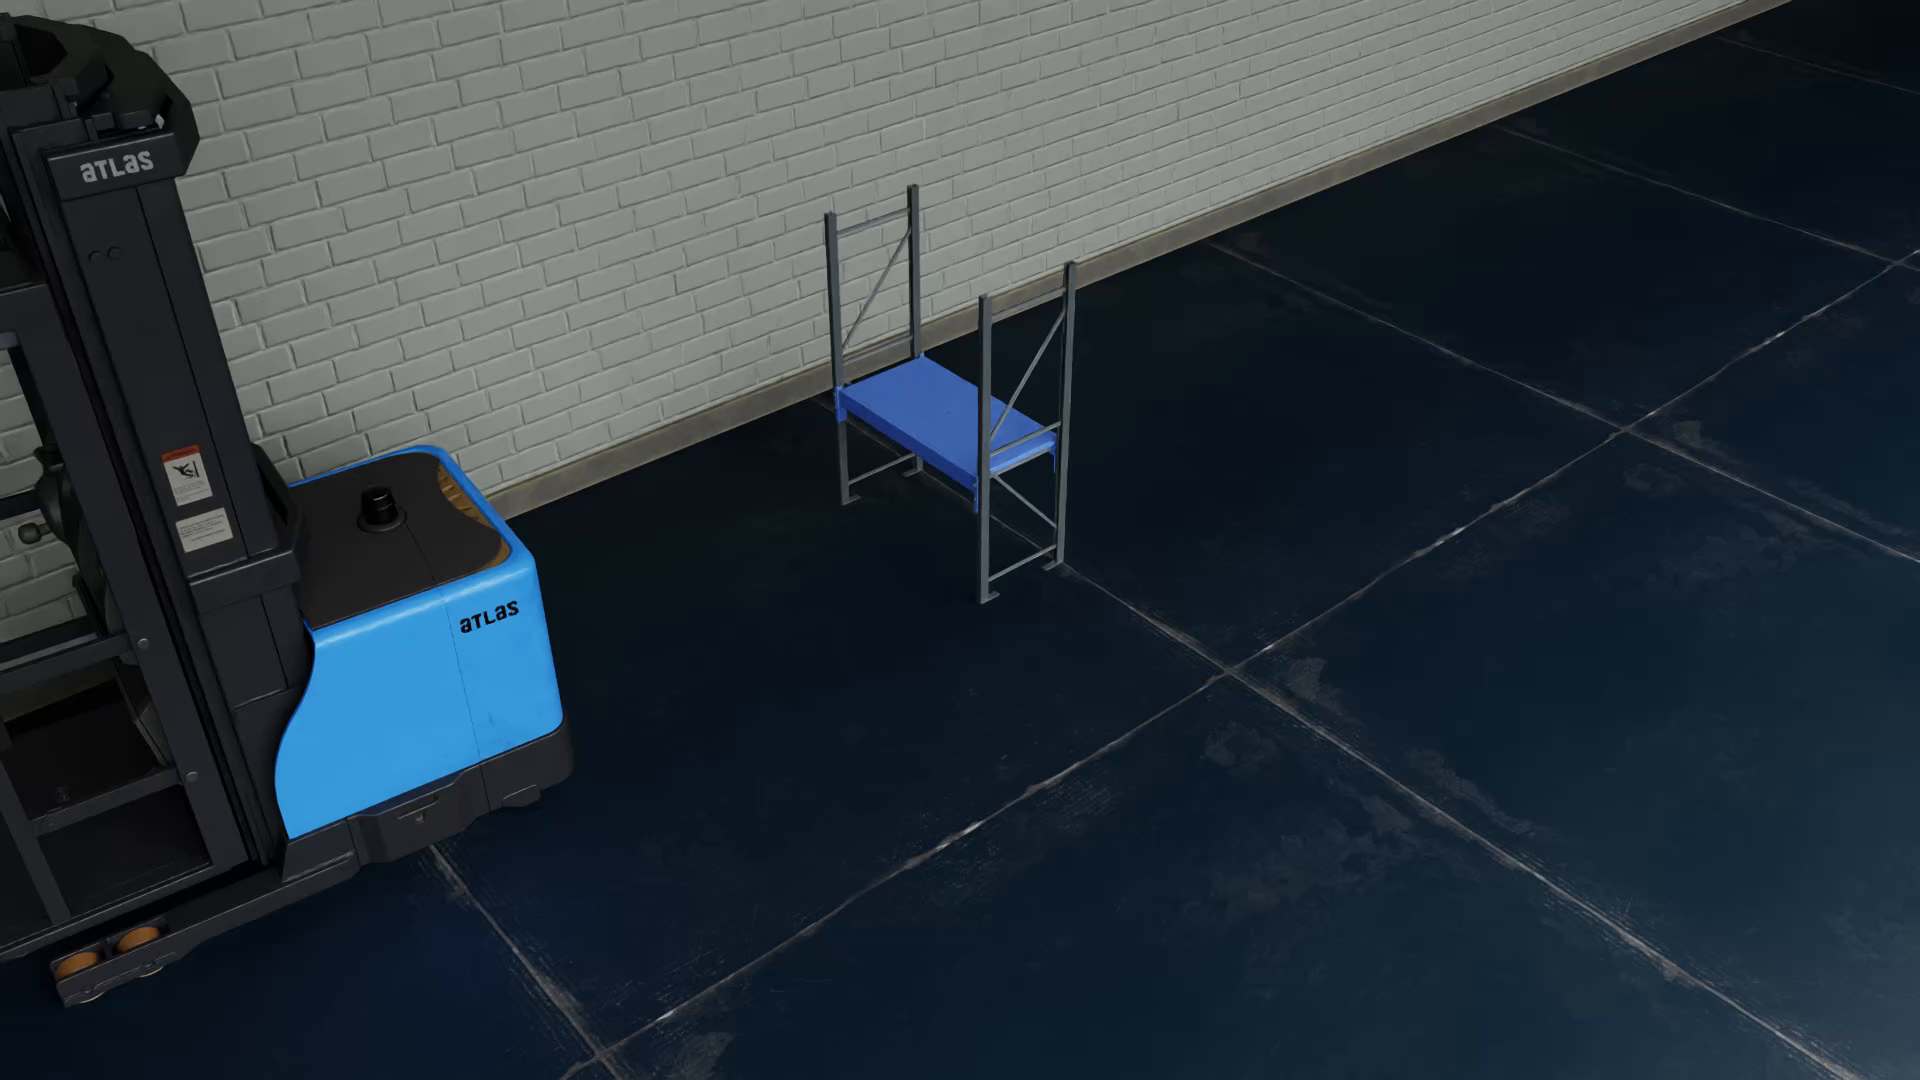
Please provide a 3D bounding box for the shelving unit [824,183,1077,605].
[{"bbox_3d":[-0.055,-0.650,7.370,0.538,1.500,1.048,-26,43,-32],"label":"shelving unit"}]

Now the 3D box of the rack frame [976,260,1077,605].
[{"bbox_3d":[0.273,-0.425,7.053,0.500,1.500,0.032,-26,43,-32],"label":"rack frame"}]

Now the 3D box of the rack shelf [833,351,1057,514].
[{"bbox_3d":[-0.055,-0.503,7.474,0.538,0.185,1.000,-26,43,-32],"label":"rack shelf"}]

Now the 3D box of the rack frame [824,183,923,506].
[{"bbox_3d":[-0.383,-0.874,7.687,0.500,1.500,0.032,-26,43,-32],"label":"rack frame"}]

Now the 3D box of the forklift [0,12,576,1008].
[{"bbox_3d":[-2.981,0.001,5.212,3.031,2.935,1.130,-22,41,-28],"label":"forklift"}]
